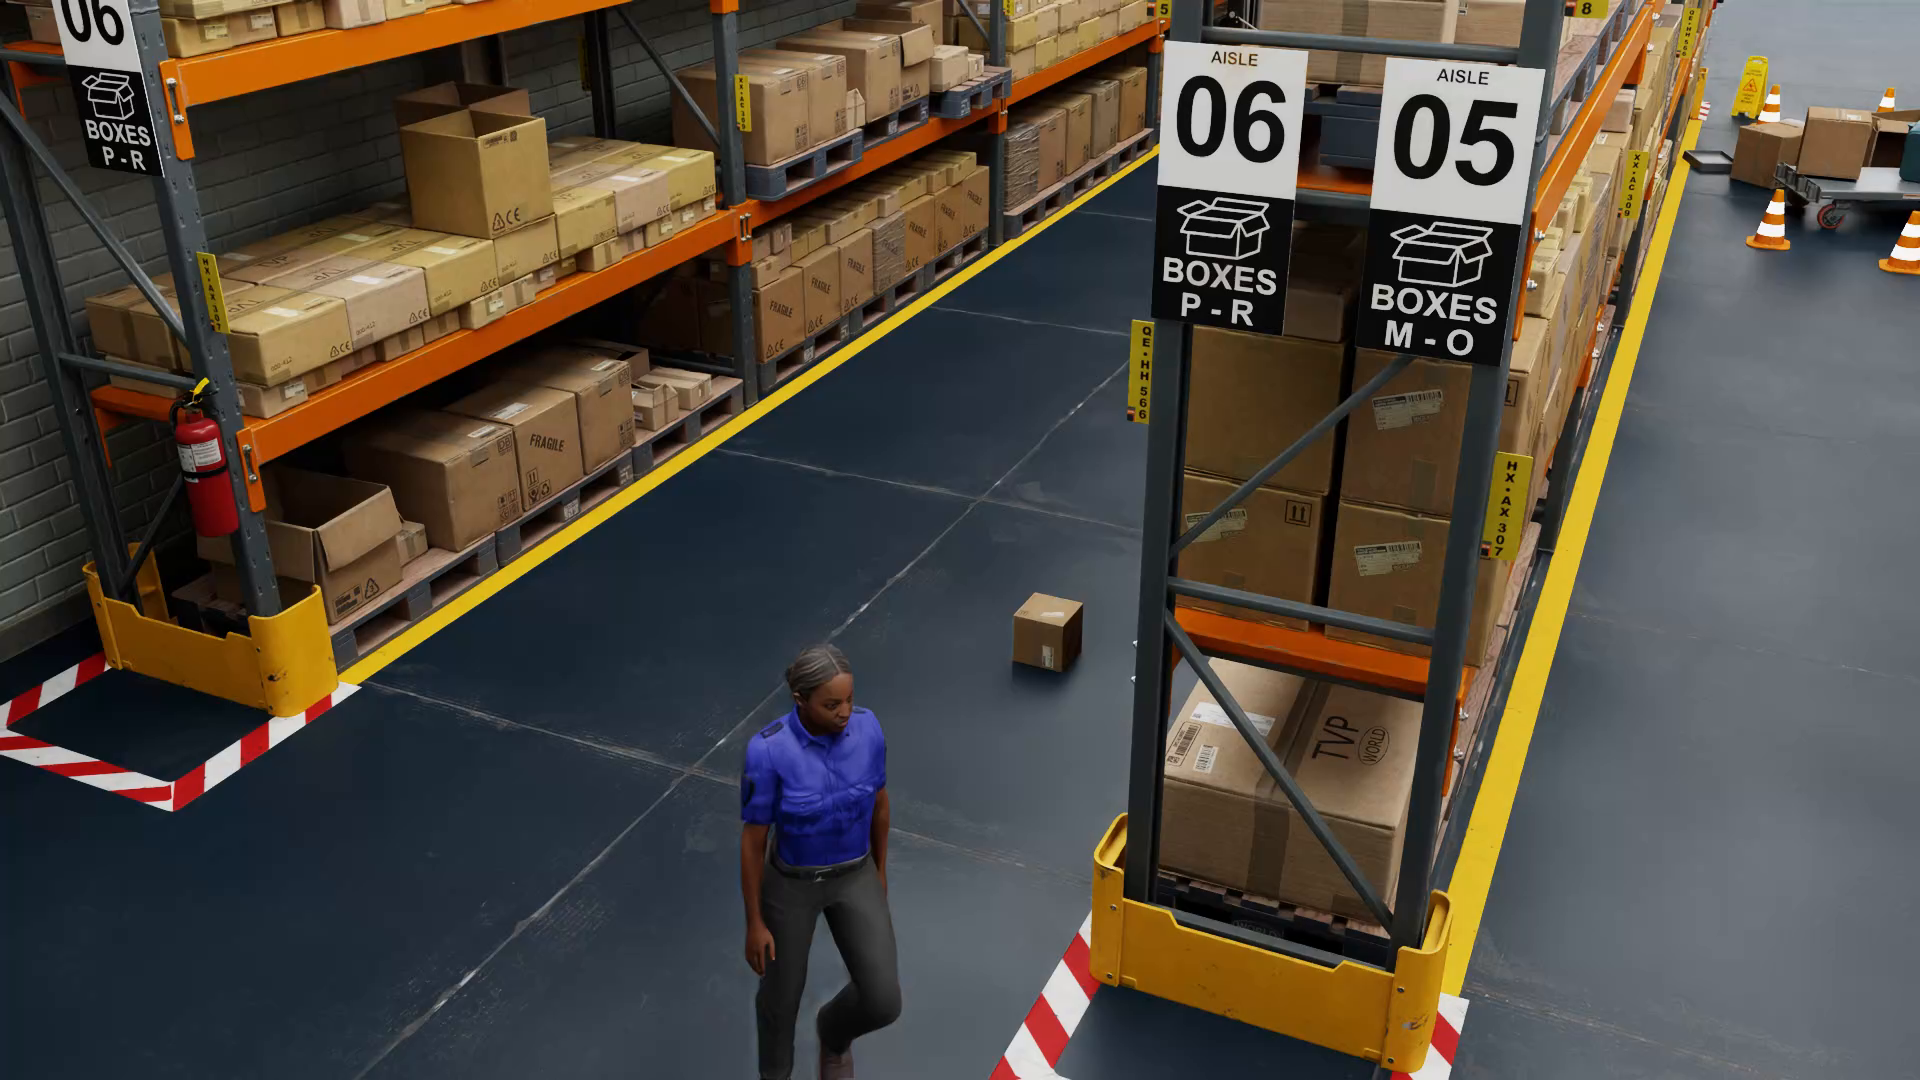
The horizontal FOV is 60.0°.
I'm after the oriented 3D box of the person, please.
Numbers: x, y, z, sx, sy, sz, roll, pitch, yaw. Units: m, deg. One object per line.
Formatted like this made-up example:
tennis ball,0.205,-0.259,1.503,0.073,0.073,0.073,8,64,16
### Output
person,-0.413,1.059,4.926,0.521,1.650,0.441,-11,28,-21
